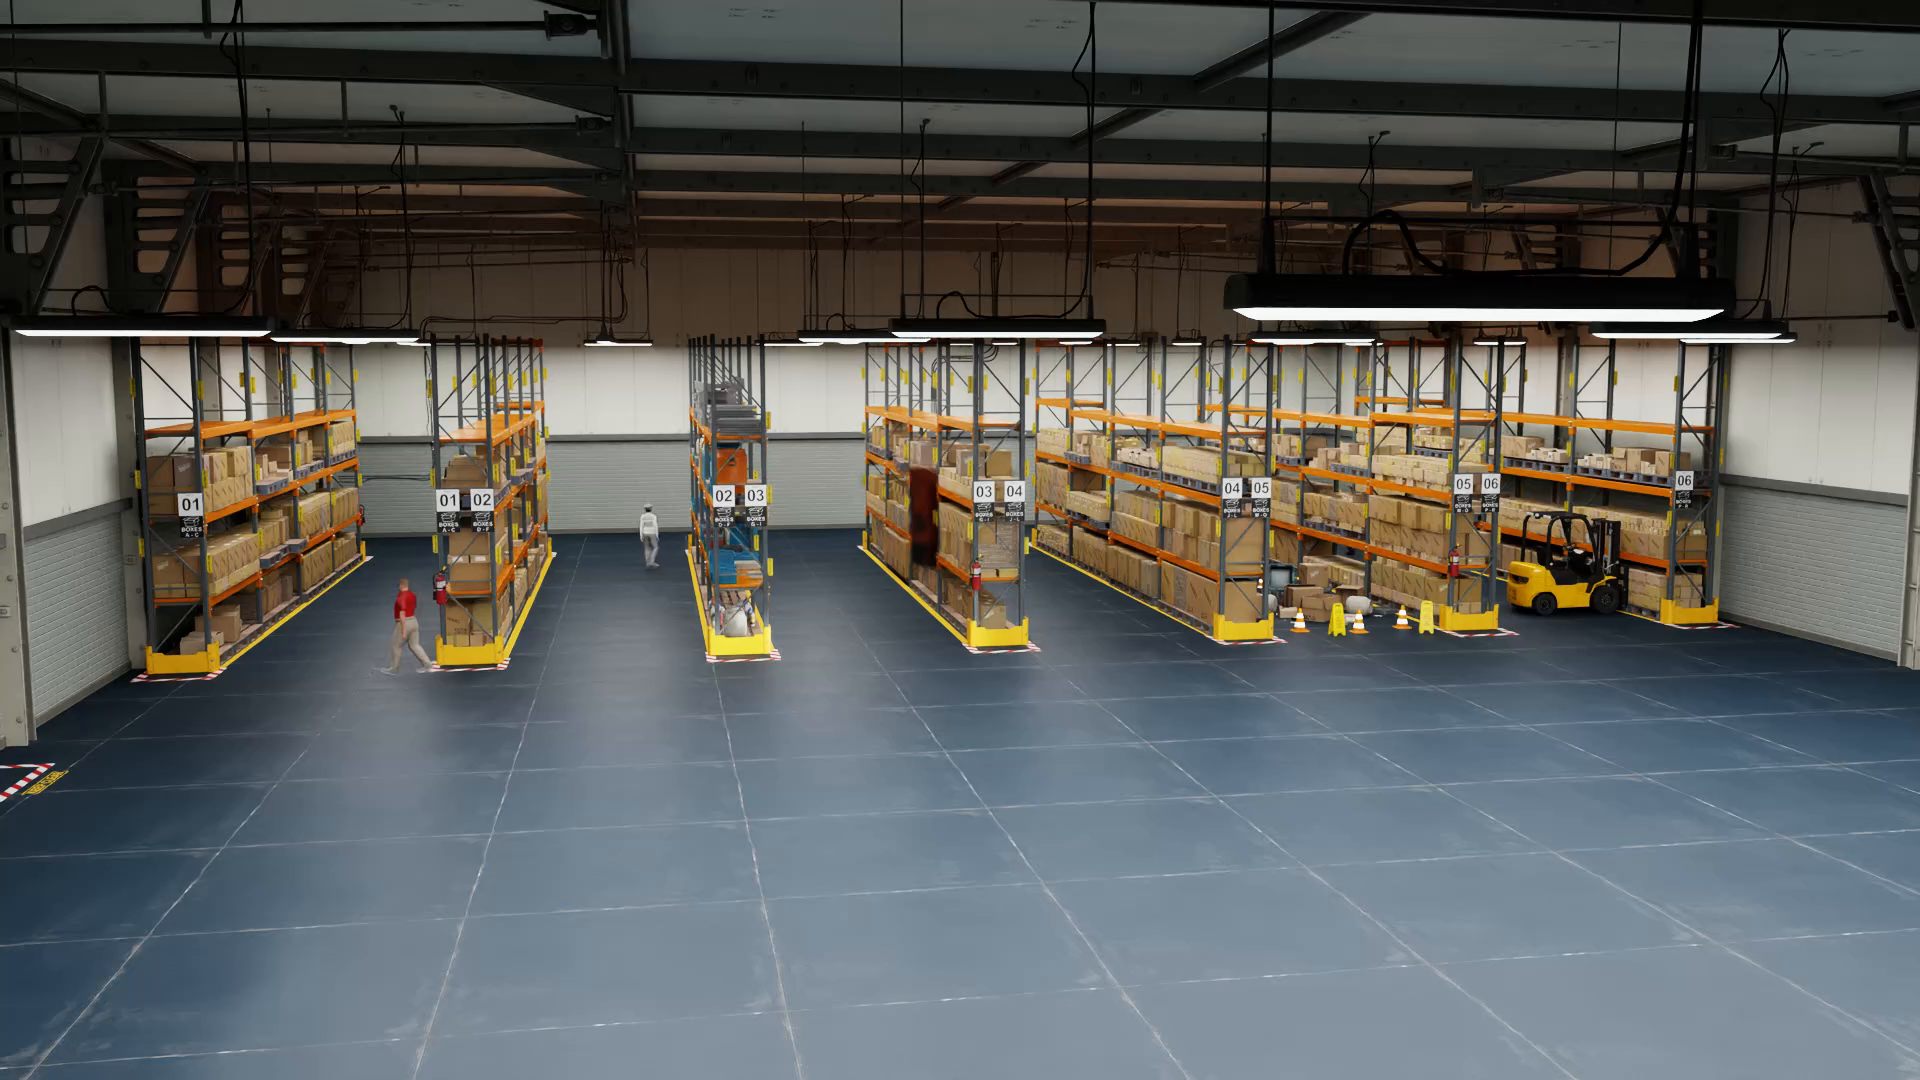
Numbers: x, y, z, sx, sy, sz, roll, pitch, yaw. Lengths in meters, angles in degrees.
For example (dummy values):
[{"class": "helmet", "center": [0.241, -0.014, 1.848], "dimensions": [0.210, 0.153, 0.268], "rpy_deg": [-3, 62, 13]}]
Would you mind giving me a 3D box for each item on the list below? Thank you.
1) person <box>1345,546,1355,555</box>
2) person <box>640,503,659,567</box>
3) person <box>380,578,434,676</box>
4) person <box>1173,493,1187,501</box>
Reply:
[{"class": "person", "center": [10.872, -0.407, 46.339], "dimensions": [0.420, 1.633, 0.514], "rpy_deg": [6, 9, 42]}, {"class": "person", "center": [-8.190, -0.118, 43.773], "dimensions": [0.521, 1.680, 0.485], "rpy_deg": [2, 7, 14]}, {"class": "person", "center": [-9.770, 1.529, 29.328], "dimensions": [0.841, 1.710, 0.573], "rpy_deg": [2, 7, 14]}, {"class": "person", "center": [6.857, -1.096, 51.945], "dimensions": [1.075, 1.747, 0.498], "rpy_deg": [-1, 7, -10]}]
